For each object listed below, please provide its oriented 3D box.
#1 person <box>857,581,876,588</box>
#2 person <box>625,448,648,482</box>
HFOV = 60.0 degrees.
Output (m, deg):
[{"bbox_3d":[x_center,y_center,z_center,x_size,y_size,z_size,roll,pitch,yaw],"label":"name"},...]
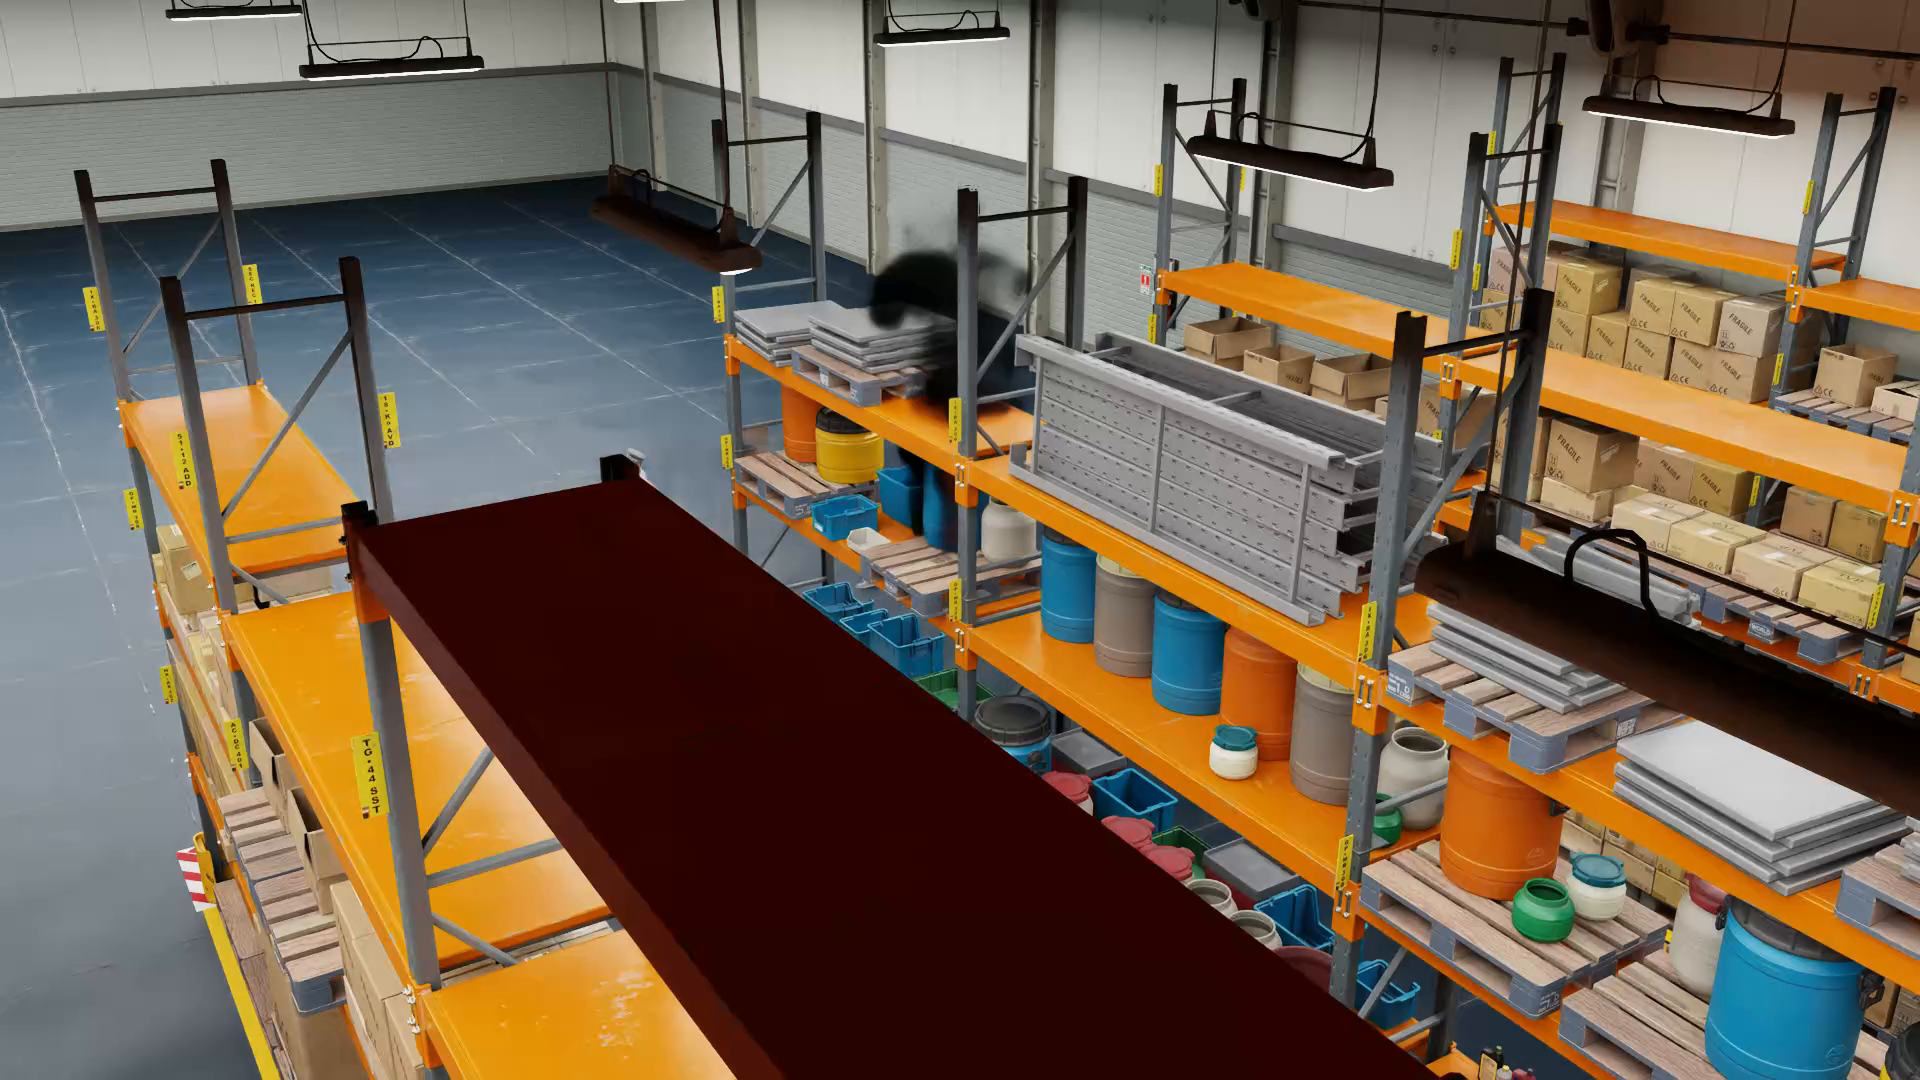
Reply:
[{"bbox_3d":[-1.134,-0.198,19.731,0.647,1.650,0.614,-4,22,-9],"label":"person"},{"bbox_3d":[-3.903,-0.245,19.647,0.602,1.744,0.650,-4,22,-11],"label":"person"}]
